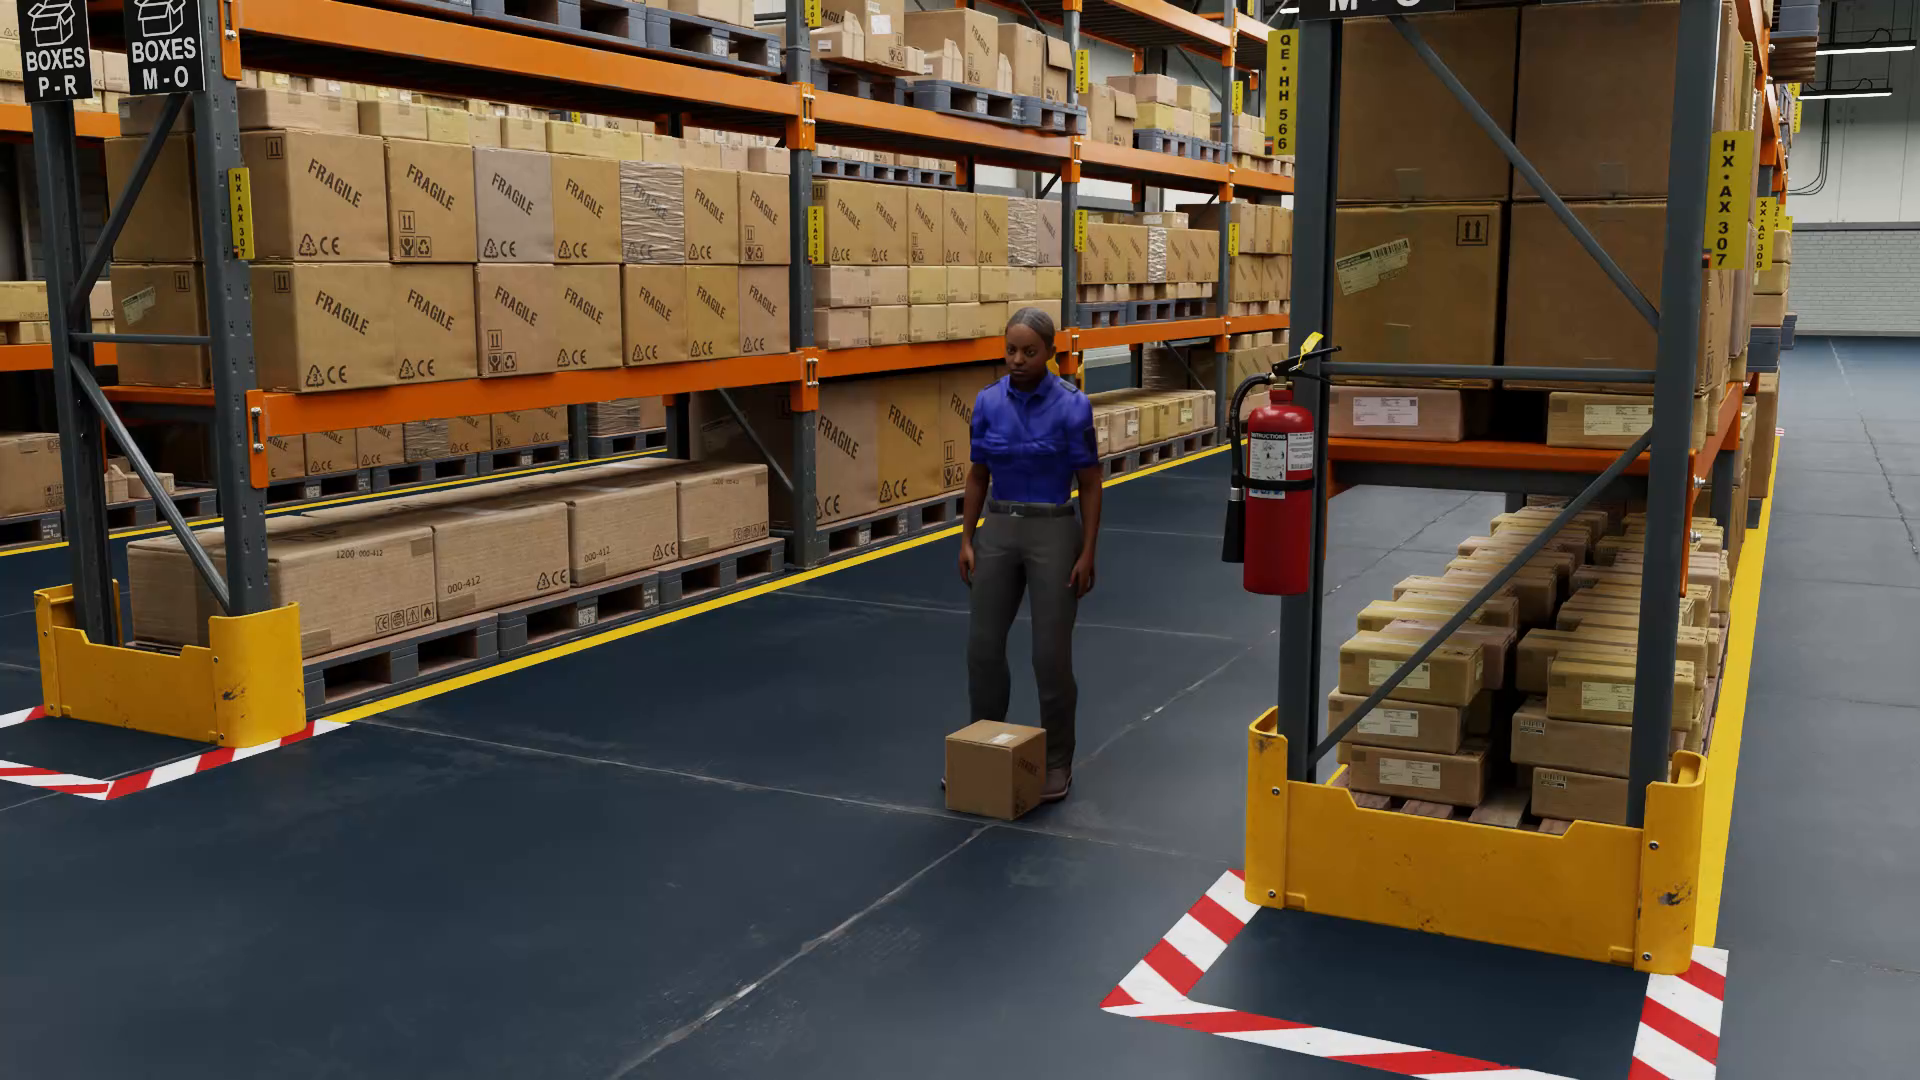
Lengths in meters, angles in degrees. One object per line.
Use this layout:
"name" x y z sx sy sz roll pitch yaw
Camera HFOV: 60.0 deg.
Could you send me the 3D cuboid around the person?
"person" 0.218 0.038 5.656 0.521 1.653 0.348 4 10 23
